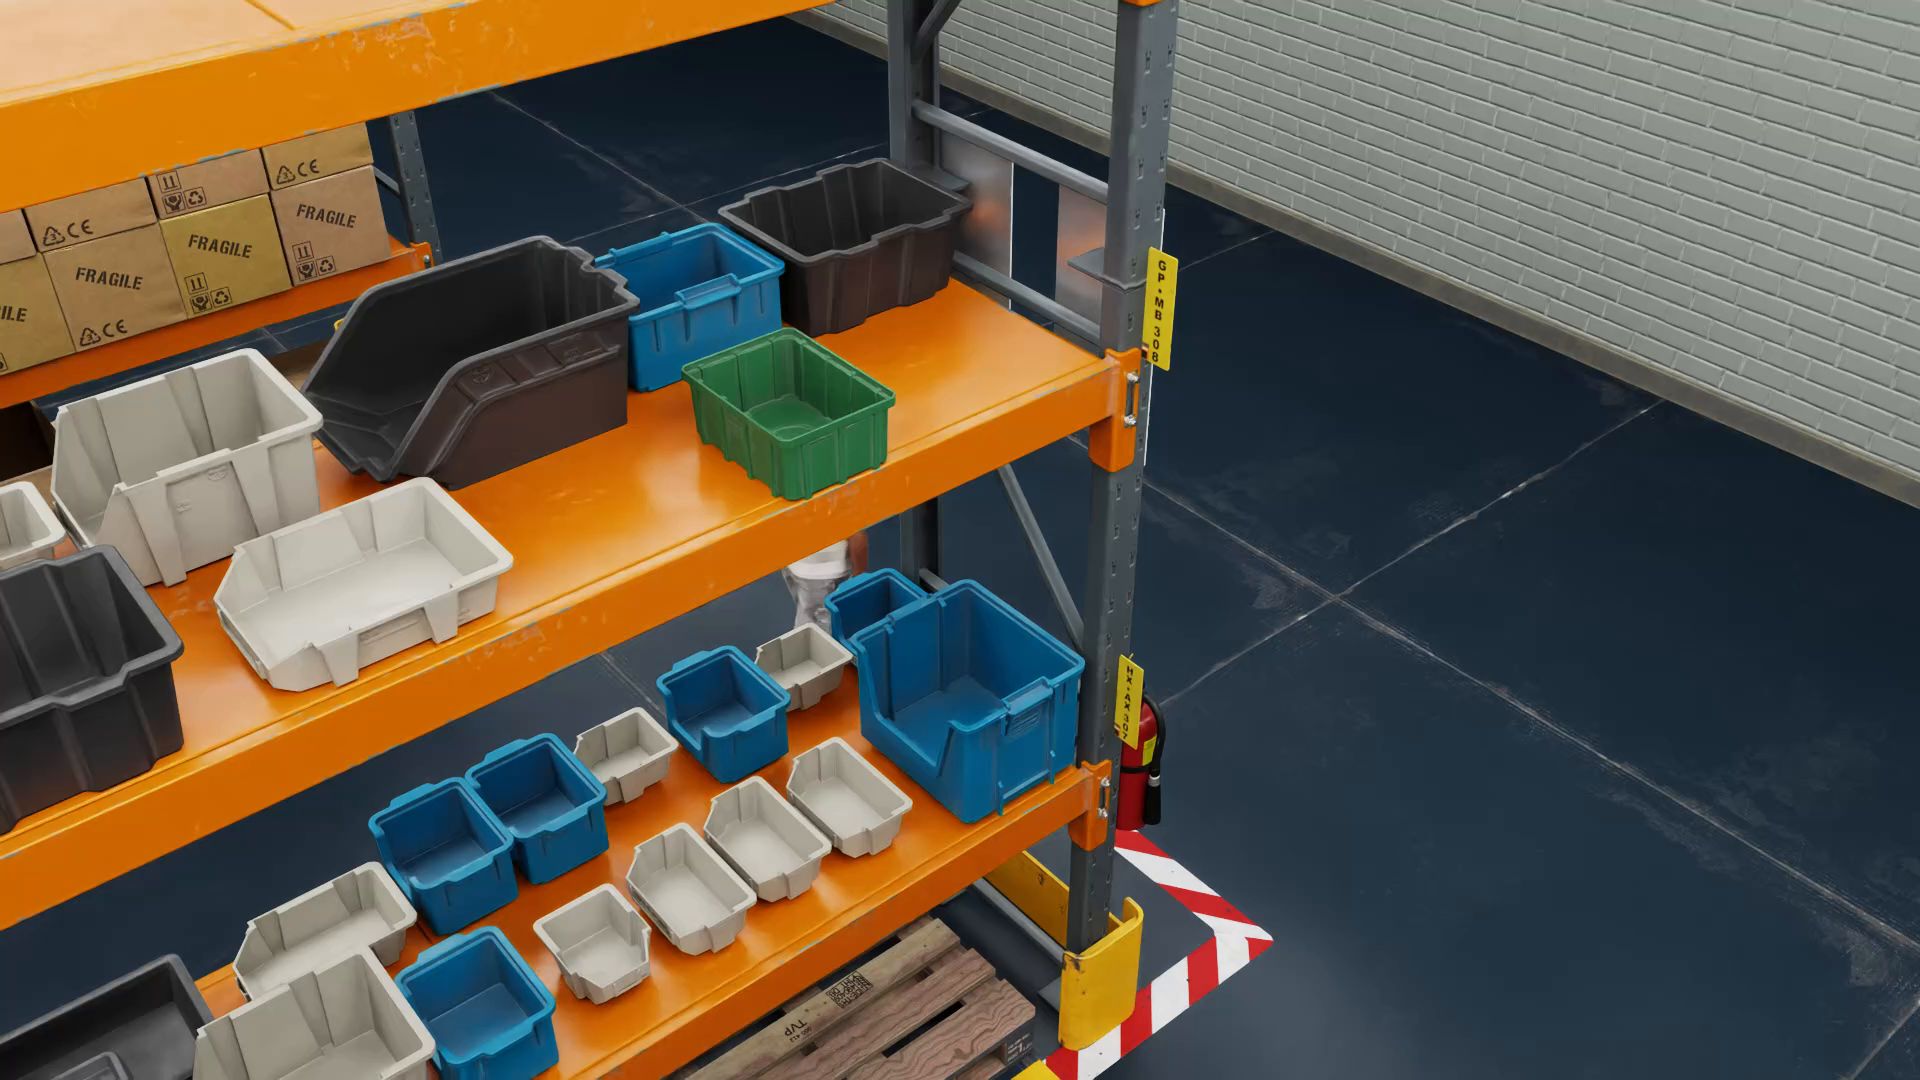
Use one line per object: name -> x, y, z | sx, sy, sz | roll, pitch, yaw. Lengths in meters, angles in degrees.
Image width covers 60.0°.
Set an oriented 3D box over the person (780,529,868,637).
person -> -0.682, 0.099, 6.910 | 0.547, 1.787, 0.598 | -20, 40, -25
